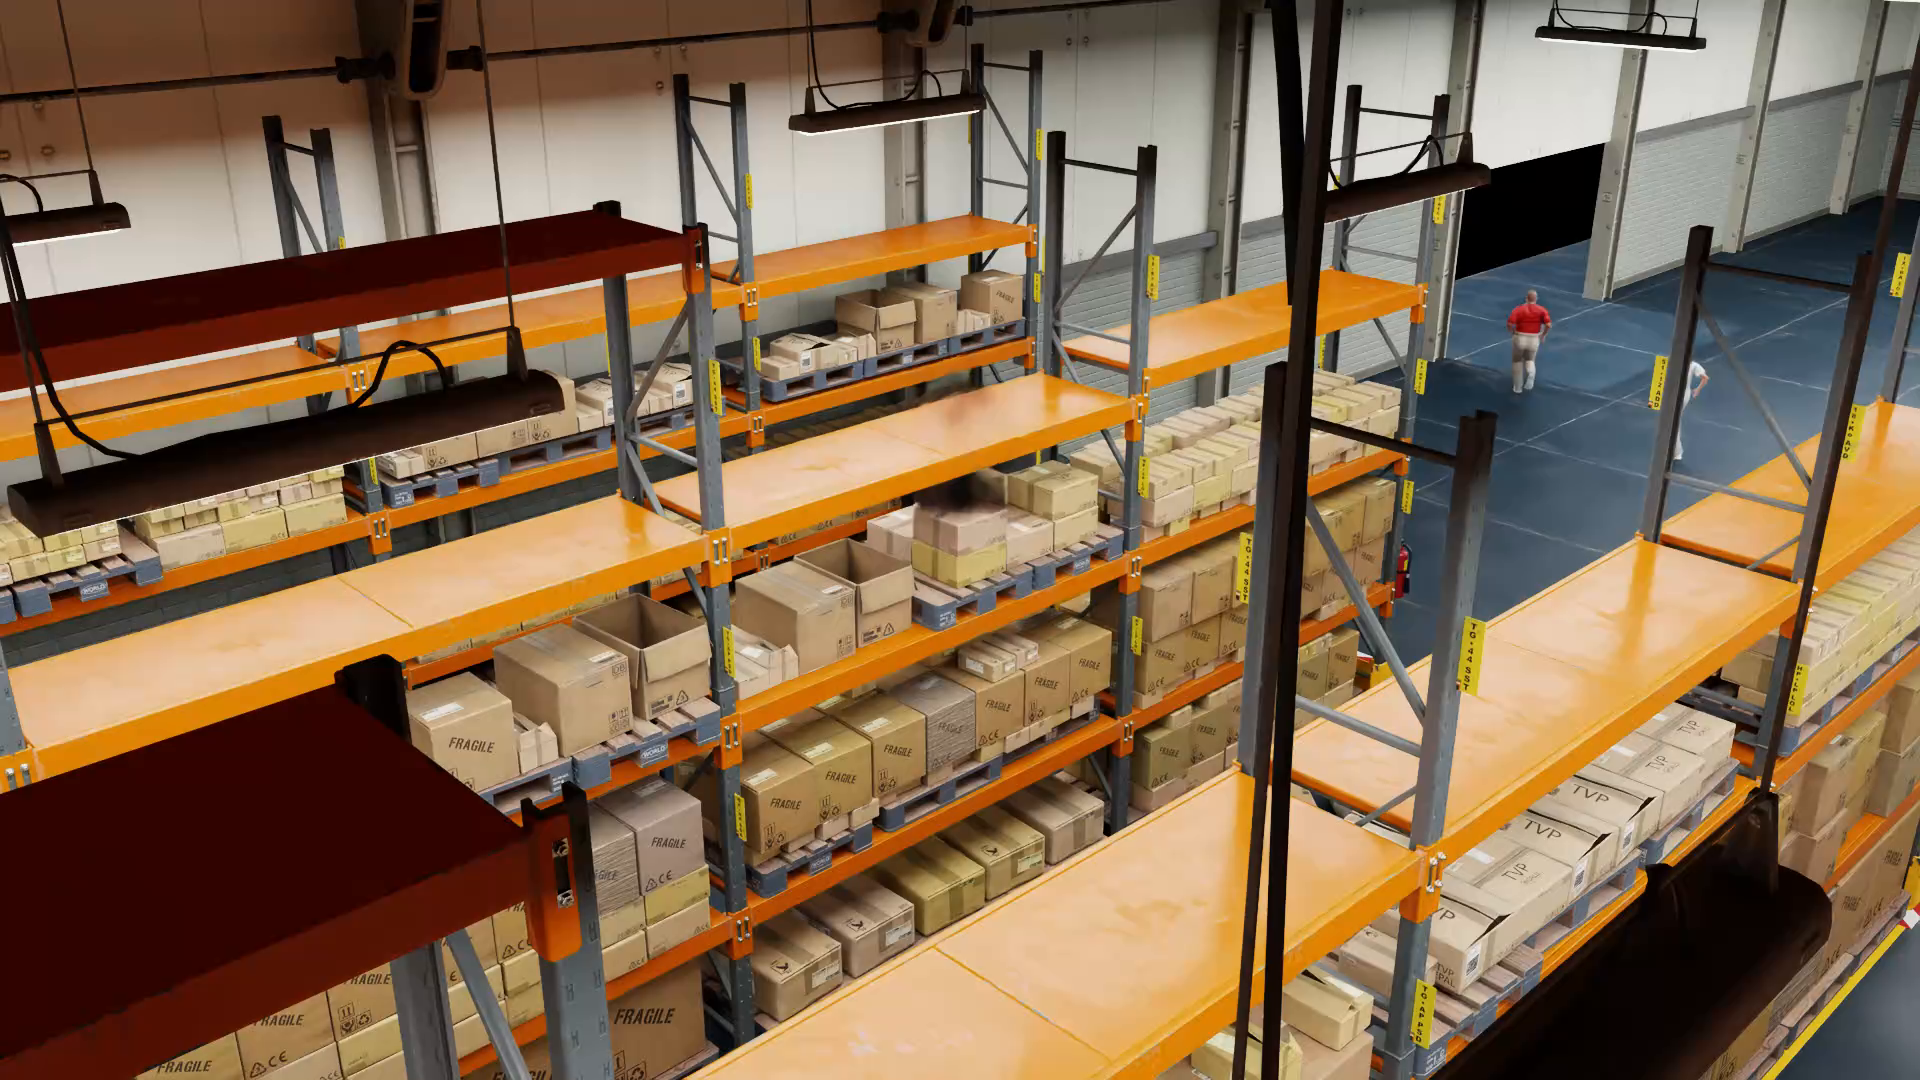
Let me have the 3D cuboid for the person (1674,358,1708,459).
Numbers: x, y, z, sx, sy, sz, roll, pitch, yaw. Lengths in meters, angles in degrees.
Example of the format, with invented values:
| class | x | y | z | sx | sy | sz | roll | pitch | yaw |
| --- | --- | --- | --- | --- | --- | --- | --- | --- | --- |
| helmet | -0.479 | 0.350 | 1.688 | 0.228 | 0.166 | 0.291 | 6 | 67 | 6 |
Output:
| class | x | y | z | sx | sy | sz | roll | pitch | yaw |
| --- | --- | --- | --- | --- | --- | --- | --- | --- | --- |
| person | 10.097 | -1.973 | 23.438 | 0.546 | 1.679 | 0.658 | -5 | 23 | -12 |

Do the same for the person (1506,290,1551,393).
| class | x | y | z | sx | sy | sz | roll | pitch | yaw |
| --- | --- | --- | --- | --- | --- | --- | --- | --- | --- |
| person | 8.923 | -3.114 | 26.216 | 0.670 | 1.681 | 0.599 | 5 | 23 | 12 |
